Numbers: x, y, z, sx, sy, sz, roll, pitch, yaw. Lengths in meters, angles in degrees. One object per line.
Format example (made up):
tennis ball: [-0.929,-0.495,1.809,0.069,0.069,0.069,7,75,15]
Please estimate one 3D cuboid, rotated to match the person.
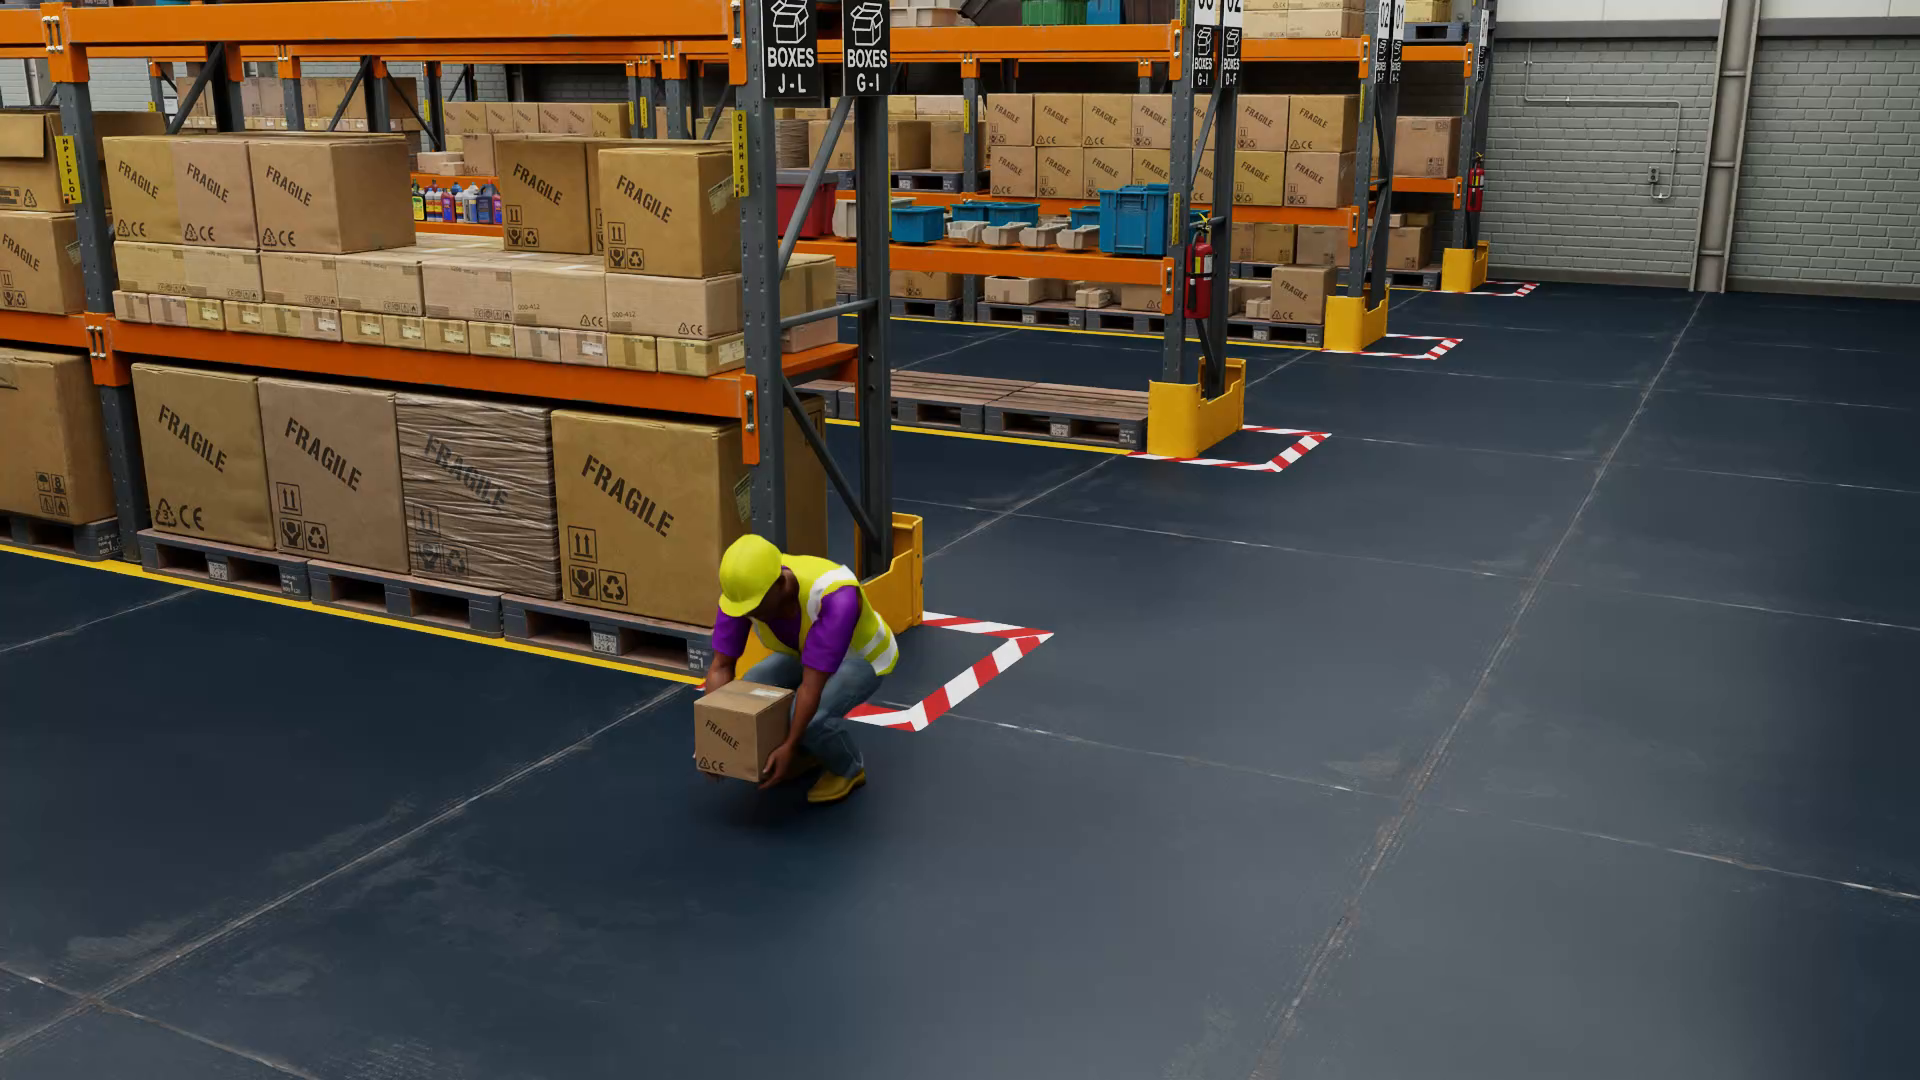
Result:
person: [-0.557,0.416,5.872,0.564,1.036,0.827,11,19,35]
